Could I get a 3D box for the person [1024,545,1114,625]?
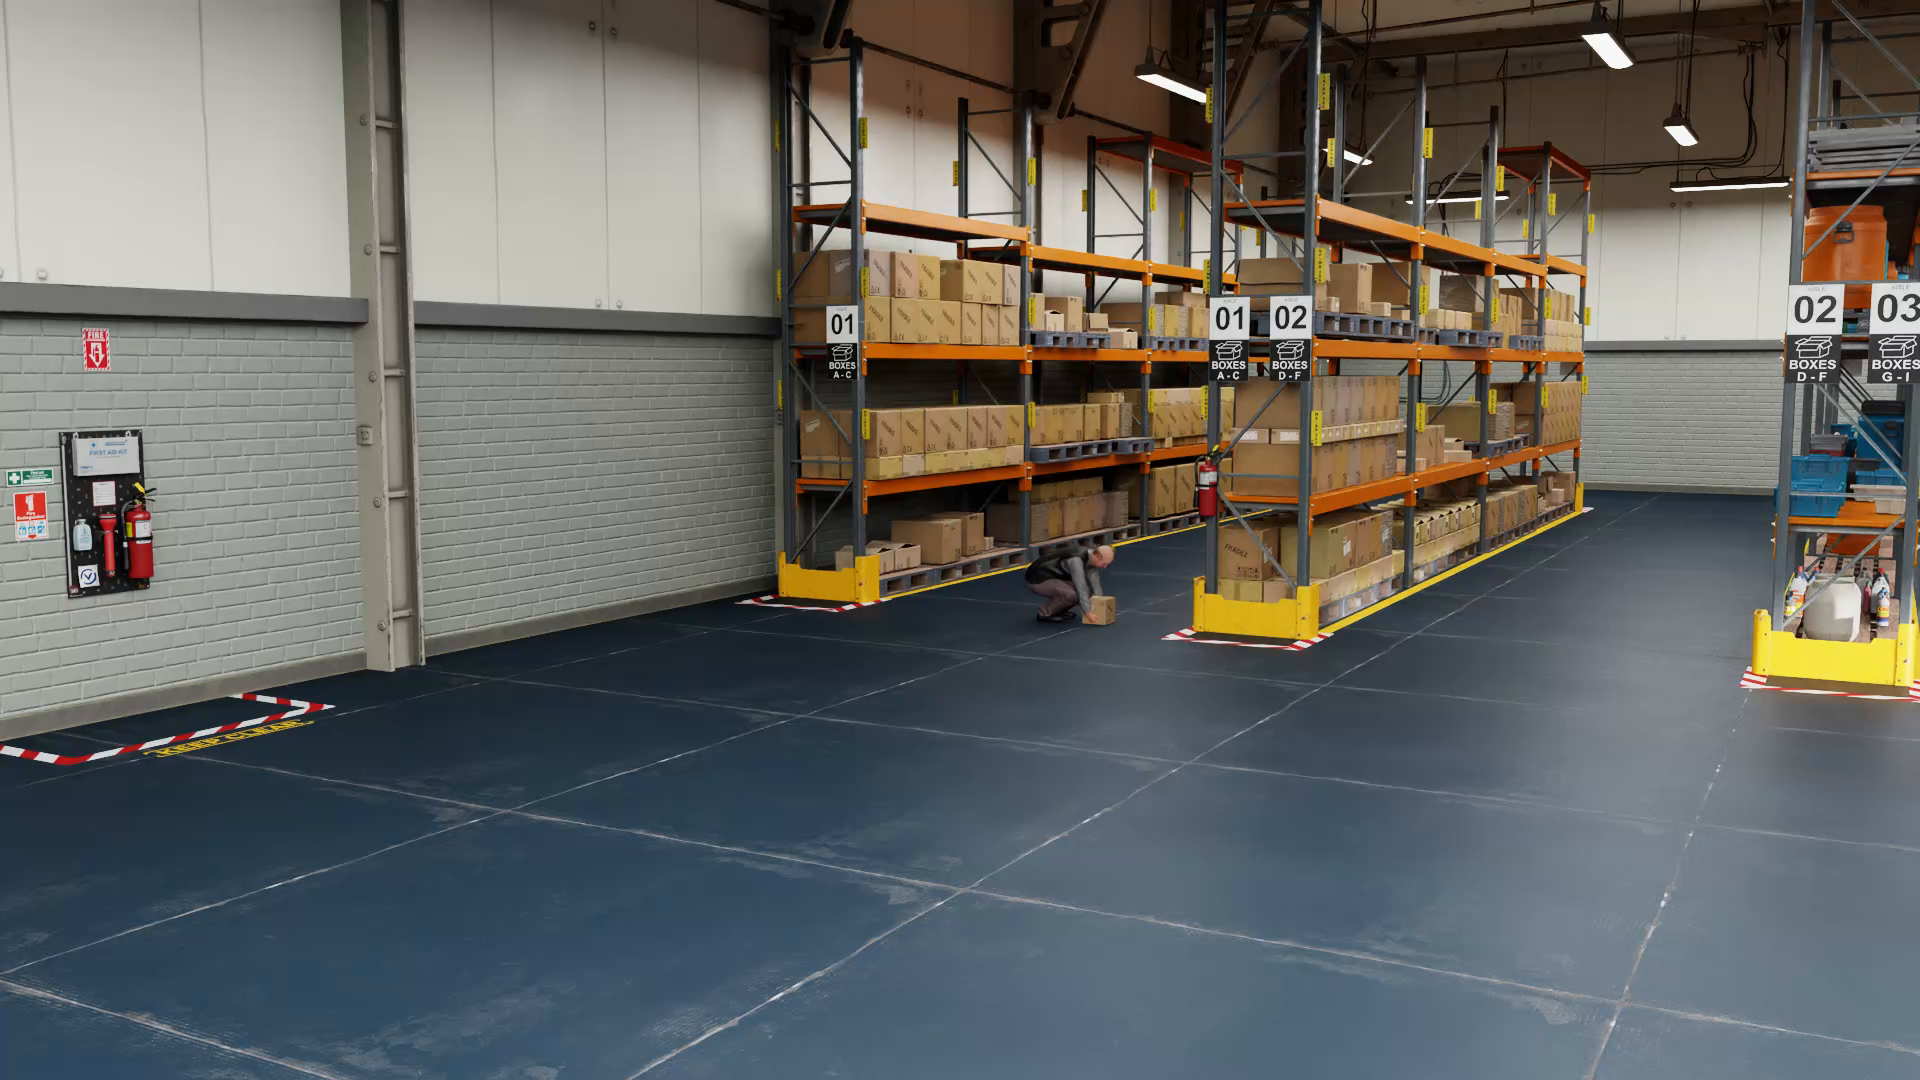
[{"bbox_3d":[1.109,0.454,16.751,0.898,0.829,0.528,3,7,28],"label":"person"}]
